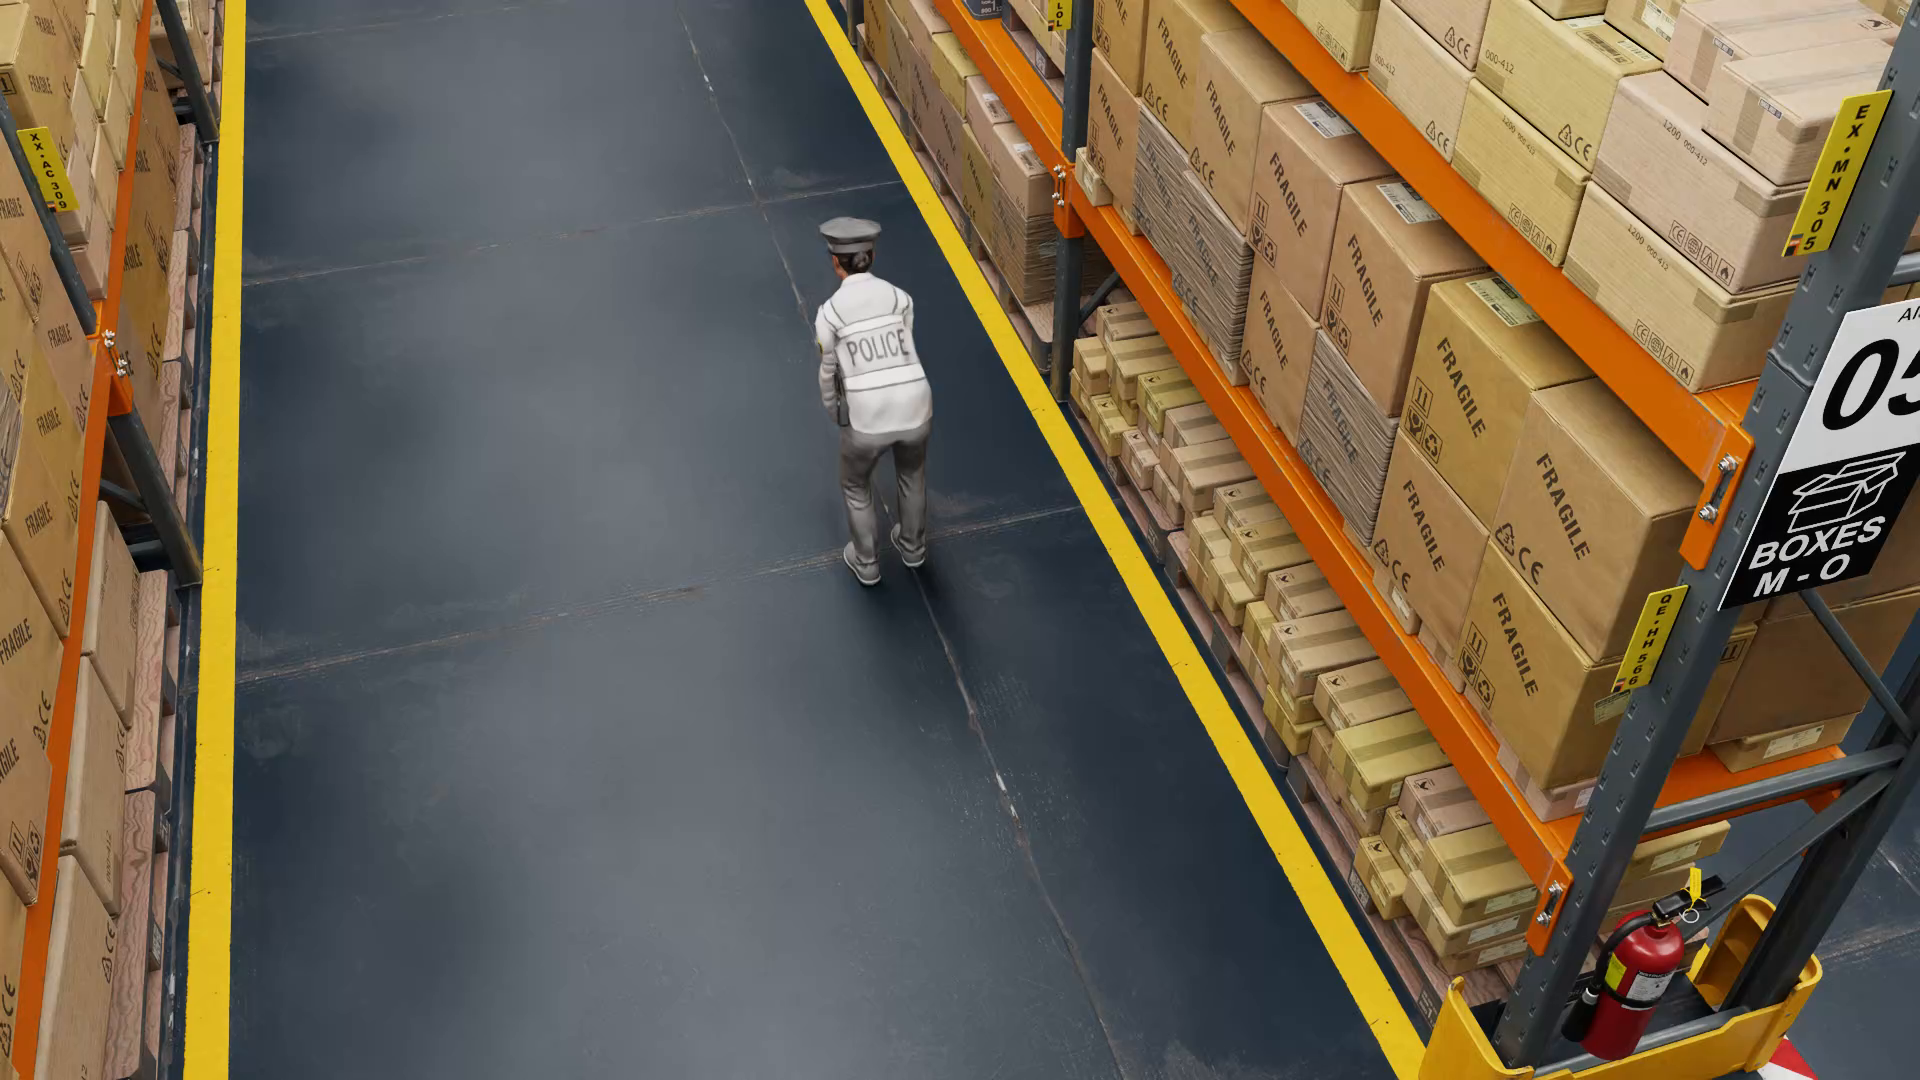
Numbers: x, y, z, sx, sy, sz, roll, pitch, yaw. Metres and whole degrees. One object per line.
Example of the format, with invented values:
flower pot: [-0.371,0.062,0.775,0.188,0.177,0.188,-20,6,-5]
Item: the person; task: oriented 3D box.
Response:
person: [-0.363,-0.547,6.862,0.405,1.530,0.693,-13,44,-14]
